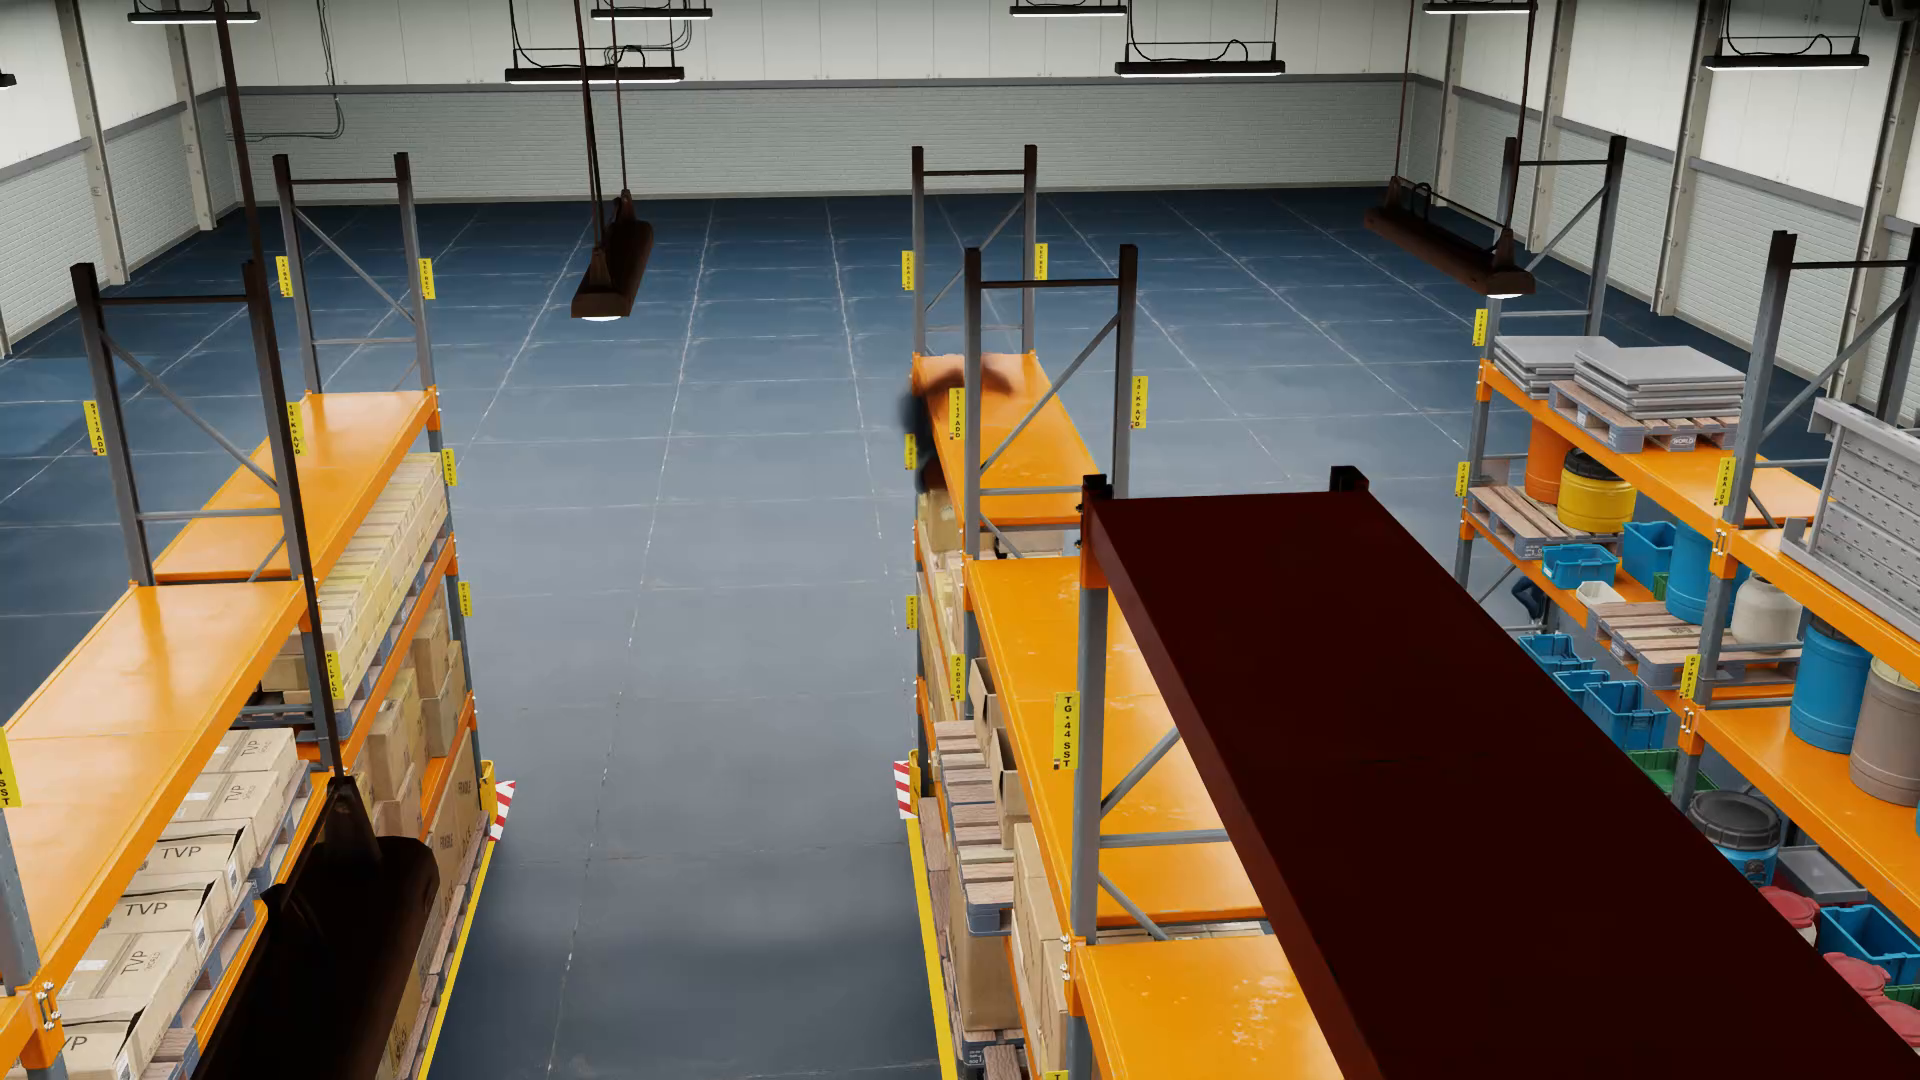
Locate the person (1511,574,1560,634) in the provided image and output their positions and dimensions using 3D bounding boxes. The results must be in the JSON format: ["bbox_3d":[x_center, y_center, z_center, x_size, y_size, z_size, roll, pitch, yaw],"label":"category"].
[{"bbox_3d":[6.517,0.329,18.678,0.580,1.560,0.550,10,24,23],"label":"person"}]
